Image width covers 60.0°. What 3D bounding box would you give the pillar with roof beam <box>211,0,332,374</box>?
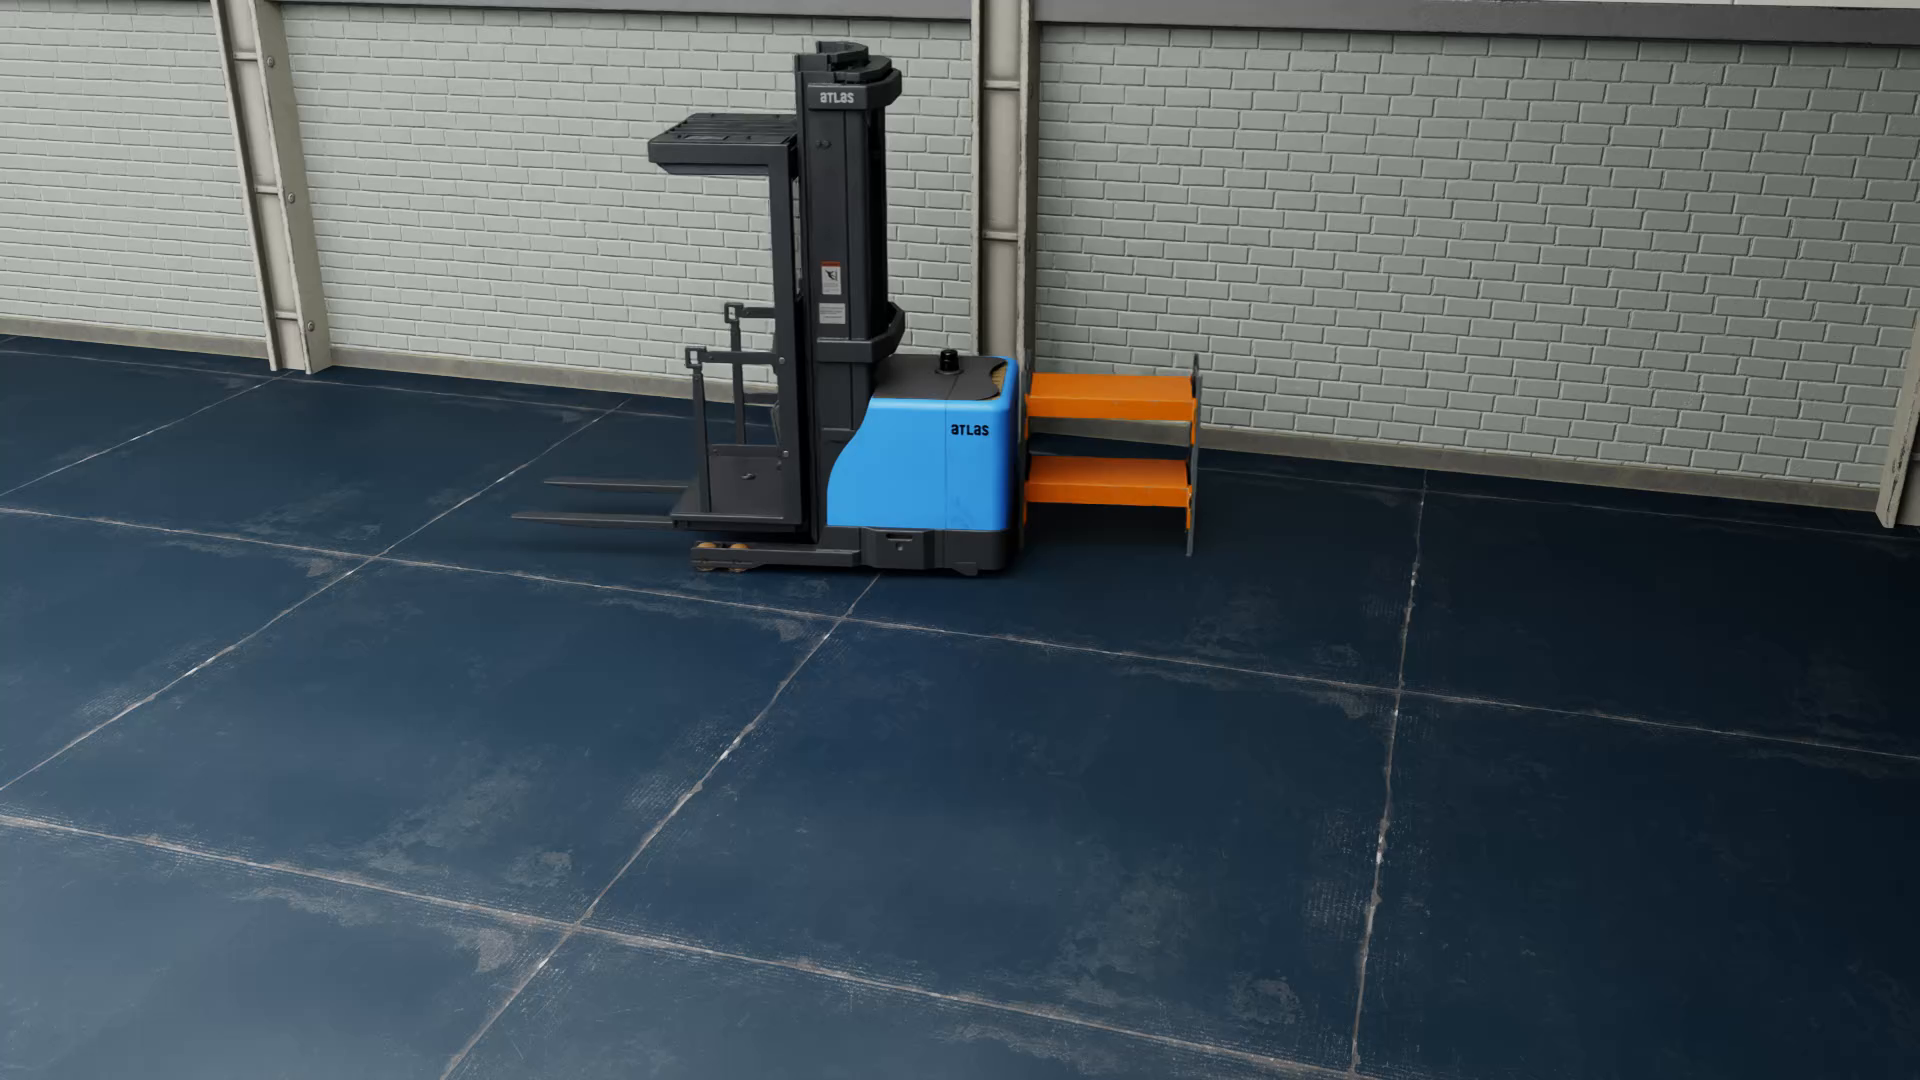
[{"bbox_3d":[-6.681,-4.029,8.236,0.400,9.000,9.100,7,23,16],"label":"pillar with roof beam"}]

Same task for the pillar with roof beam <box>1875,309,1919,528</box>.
[{"bbox_3d":[4.807,-2.714,5.029,0.400,9.000,9.100,7,23,16],"label":"pillar with roof beam"}]

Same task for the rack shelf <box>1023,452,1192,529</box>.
[{"bbox_3d":[0.902,-0.307,10.180,1.000,0.278,0.538,2,22,5],"label":"rack shelf"}]

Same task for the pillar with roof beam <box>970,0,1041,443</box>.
[{"bbox_3d":[-0.937,-3.372,6.632,0.400,9.000,9.100,7,23,16],"label":"pillar with roof beam"}]

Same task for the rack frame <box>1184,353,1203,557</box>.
[{"bbox_3d":[1.408,-0.516,10.045,0.032,1.125,0.500,2,22,5],"label":"rack frame"}]

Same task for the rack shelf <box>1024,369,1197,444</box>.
[{"bbox_3d":[0.902,-0.804,9.976,1.000,0.278,0.538,2,22,5],"label":"rack shelf"}]

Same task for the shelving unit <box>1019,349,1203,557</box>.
[{"bbox_3d":[0.902,-0.533,10.088,1.048,1.125,0.538,2,22,5],"label":"shelving unit"}]

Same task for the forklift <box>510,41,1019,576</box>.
[{"bbox_3d":[-1.174,-1.362,9.728,3.031,2.935,1.130,2,22,5],"label":"forklift"}]

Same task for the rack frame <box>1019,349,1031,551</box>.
[{"bbox_3d":[0.396,-0.551,10.130,0.032,1.125,0.500,2,22,5],"label":"rack frame"}]
